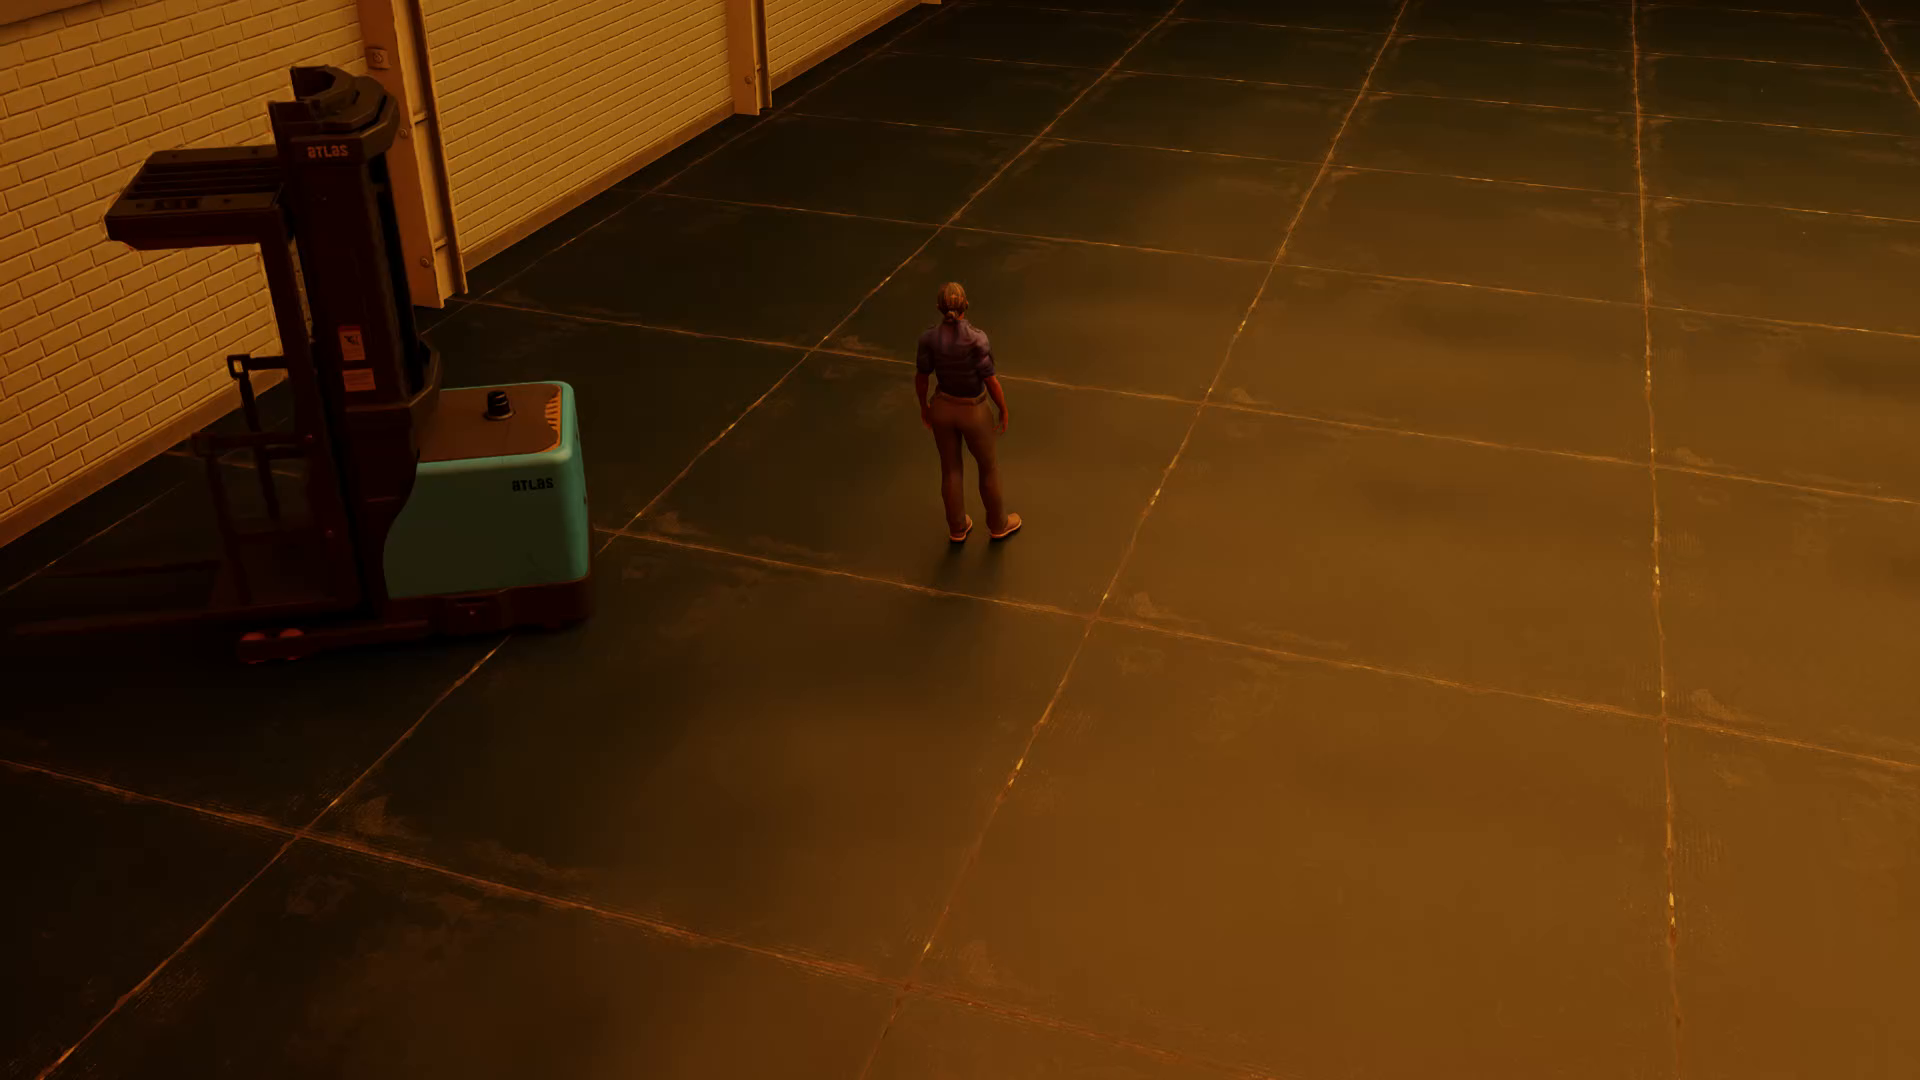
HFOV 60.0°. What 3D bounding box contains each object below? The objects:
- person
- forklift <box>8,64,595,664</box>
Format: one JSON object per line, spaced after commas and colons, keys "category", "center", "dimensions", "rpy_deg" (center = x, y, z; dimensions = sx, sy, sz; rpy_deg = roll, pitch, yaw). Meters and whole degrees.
{"category": "person", "center": [0.047, -0.763, 9.749], "dimensions": [0.570, 1.654, 0.504], "rpy_deg": [10, 31, 16]}
{"category": "forklift", "center": [-3.607, -0.892, 8.702], "dimensions": [3.031, 2.935, 1.130], "rpy_deg": [-6, 30, -10]}
